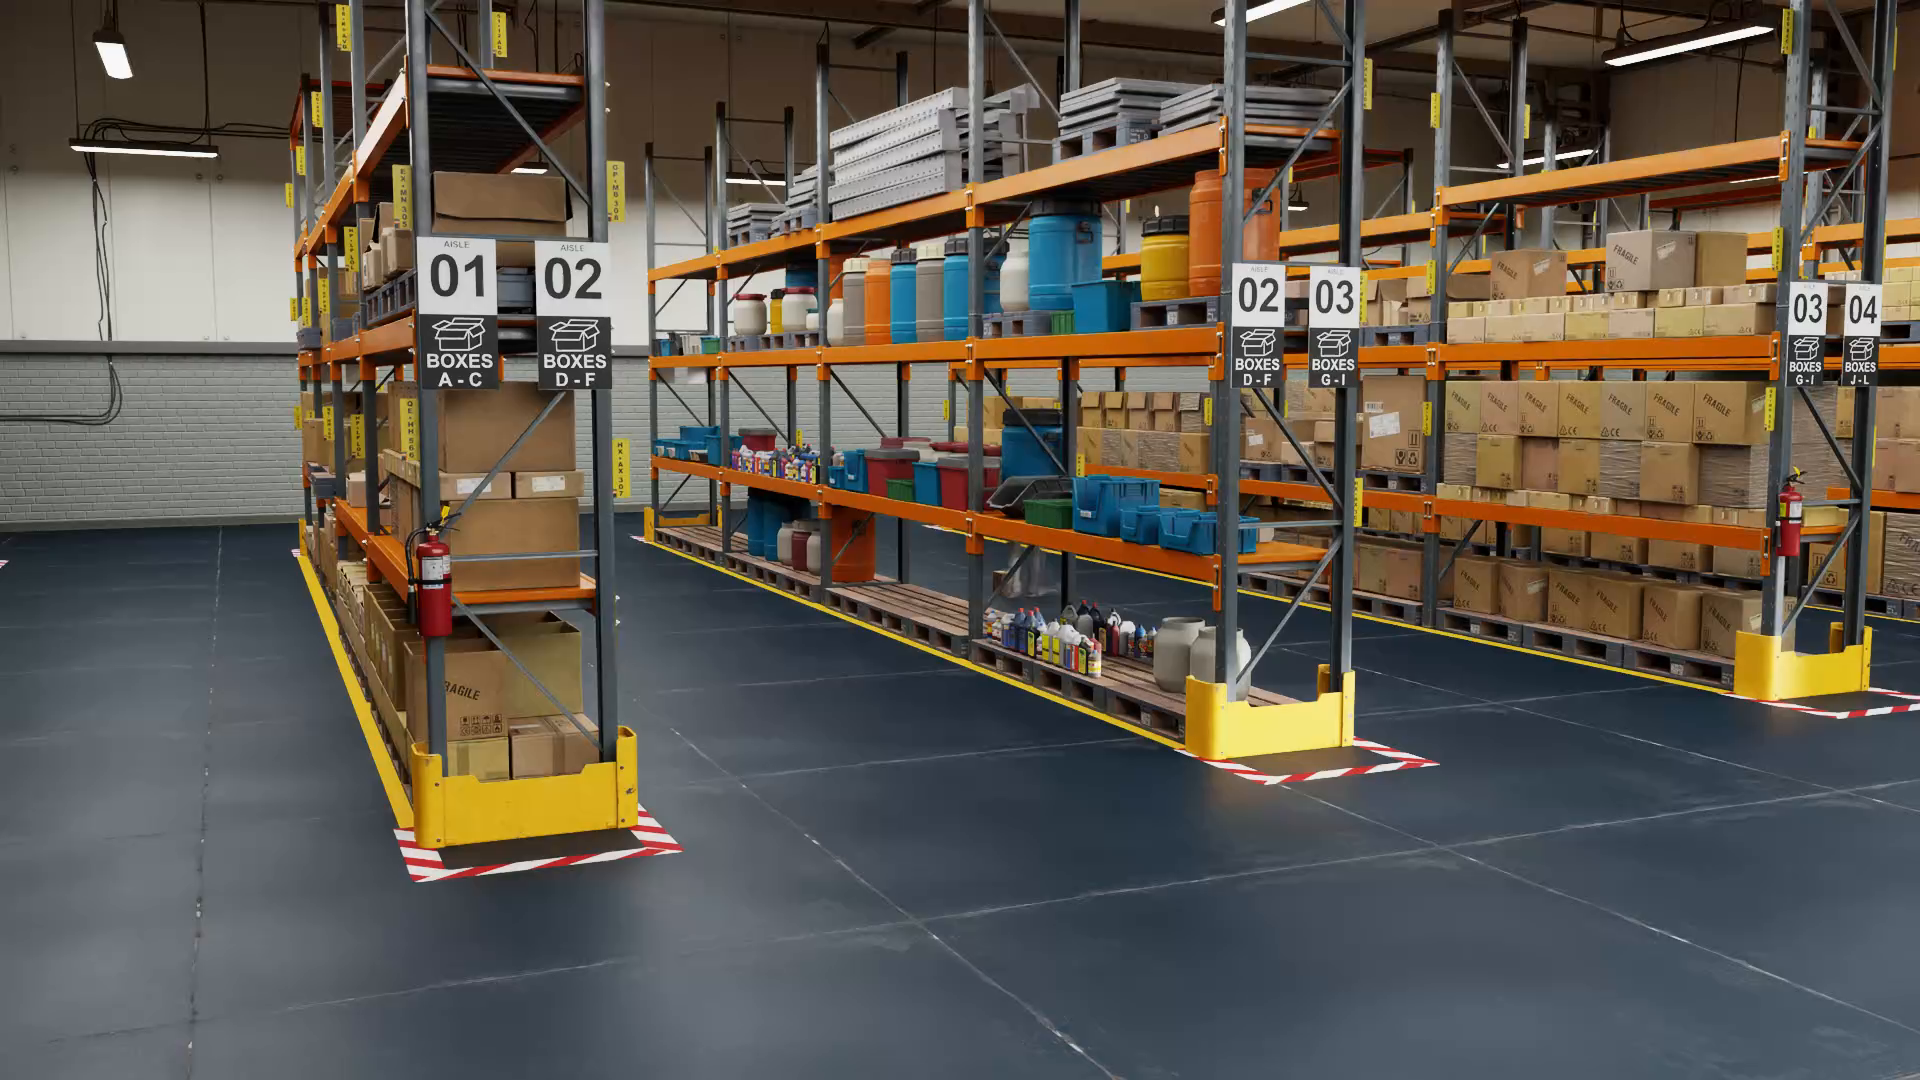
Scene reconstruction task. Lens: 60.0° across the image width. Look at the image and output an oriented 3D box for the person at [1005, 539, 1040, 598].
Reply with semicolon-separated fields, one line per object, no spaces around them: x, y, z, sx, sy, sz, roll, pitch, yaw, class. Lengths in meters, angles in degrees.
0.749;-0.160;18.731;0.480;1.718;0.398;-1;6;-14;person
